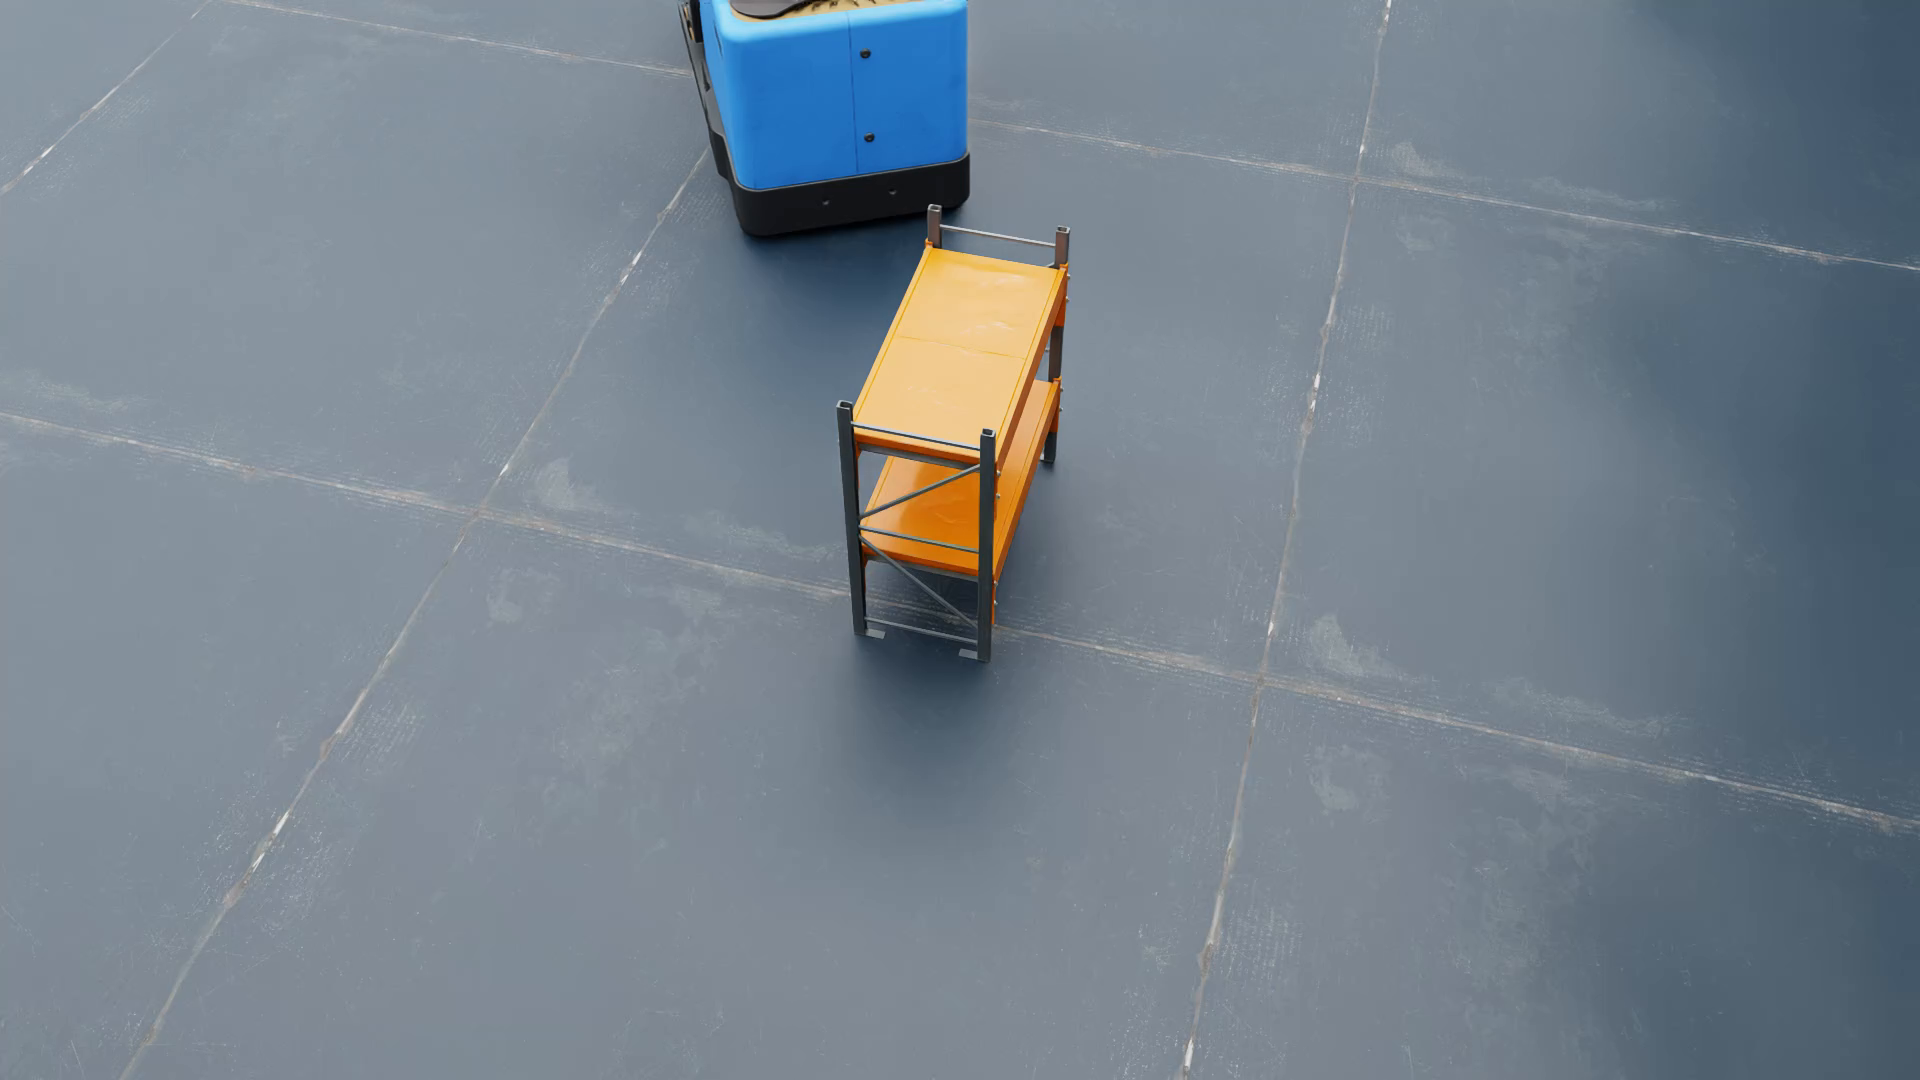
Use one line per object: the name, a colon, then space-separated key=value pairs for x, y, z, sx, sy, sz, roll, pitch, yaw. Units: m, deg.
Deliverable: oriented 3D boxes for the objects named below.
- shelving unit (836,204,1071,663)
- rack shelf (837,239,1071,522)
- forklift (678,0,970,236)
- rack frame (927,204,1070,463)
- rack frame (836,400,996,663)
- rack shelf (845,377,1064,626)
shelving unit: x=-0.002 y=-0.367 z=5.824 sx=0.538 sy=1.125 sz=1.048 roll=12 pitch=50 yaw=10
rack shelf: x=-0.002 y=-0.561 z=5.605 sx=0.538 sy=0.278 sz=1.000 roll=12 pitch=50 yaw=10
forklift: x=-0.807 y=-3.444 z=7.335 sx=1.130 sy=2.935 sz=3.031 roll=-11 pitch=49 yaw=-9
rack frame: x=0.132 y=-0.735 z=6.148 sx=0.500 sy=1.125 sz=0.032 roll=12 pitch=50 yaw=10
rack frame: x=-0.136 y=0.000 z=5.499 sx=0.500 sy=1.125 sz=0.032 roll=12 pitch=50 yaw=10
rack shelf: x=-0.002 y=-0.206 z=6.007 sx=0.538 sy=0.278 sz=1.000 roll=12 pitch=50 yaw=10
